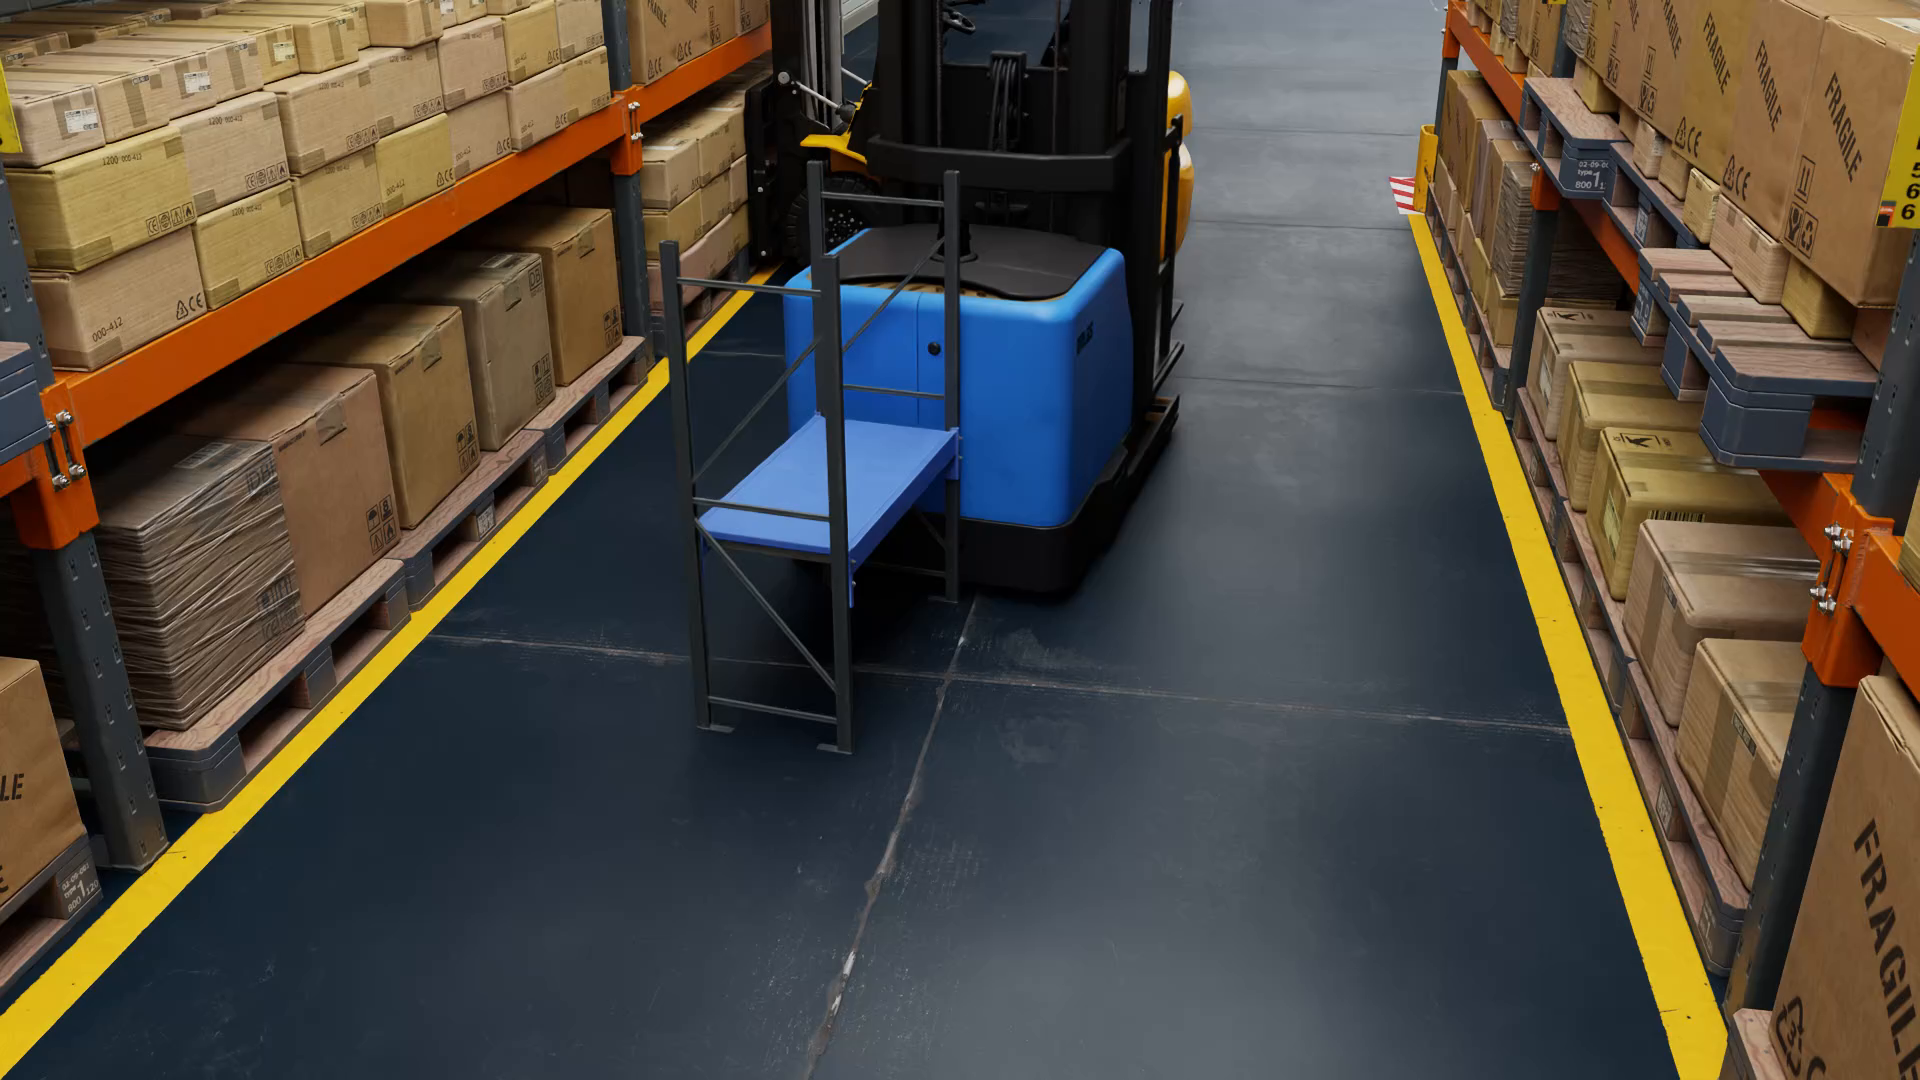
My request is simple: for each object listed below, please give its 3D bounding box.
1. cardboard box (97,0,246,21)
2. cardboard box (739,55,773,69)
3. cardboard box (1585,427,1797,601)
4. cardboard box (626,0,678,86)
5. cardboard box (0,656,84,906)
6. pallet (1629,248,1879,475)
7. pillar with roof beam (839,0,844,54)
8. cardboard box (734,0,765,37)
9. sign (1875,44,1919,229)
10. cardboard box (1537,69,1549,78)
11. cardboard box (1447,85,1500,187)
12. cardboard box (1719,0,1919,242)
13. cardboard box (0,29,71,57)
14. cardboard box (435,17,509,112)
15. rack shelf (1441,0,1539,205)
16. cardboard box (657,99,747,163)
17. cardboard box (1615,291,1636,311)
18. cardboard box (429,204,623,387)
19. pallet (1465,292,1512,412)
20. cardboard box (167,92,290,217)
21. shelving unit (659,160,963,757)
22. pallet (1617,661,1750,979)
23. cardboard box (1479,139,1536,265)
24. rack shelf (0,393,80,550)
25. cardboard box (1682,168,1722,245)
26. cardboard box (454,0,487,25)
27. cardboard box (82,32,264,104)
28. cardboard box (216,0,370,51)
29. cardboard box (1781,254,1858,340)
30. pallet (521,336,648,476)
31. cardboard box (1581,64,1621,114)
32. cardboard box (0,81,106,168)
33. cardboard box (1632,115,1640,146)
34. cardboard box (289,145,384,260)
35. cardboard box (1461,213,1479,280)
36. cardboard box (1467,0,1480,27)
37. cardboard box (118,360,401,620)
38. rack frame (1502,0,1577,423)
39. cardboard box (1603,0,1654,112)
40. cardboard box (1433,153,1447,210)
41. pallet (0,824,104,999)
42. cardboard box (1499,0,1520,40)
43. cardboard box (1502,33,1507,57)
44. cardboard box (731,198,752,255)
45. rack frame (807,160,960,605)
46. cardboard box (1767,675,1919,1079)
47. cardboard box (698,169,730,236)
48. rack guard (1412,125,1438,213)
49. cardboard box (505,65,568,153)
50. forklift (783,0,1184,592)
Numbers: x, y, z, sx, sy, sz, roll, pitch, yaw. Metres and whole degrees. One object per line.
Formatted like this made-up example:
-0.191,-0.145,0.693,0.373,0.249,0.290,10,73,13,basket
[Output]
-2.546,-1.672,5.401,0.380,0.149,0.250,5,25,10,cardboard box
-1.169,-2.855,10.380,0.500,0.250,0.500,4,25,9,cardboard box
2.611,-0.059,5.442,0.950,0.372,0.625,5,26,10,cardboard box
-1.647,-2.425,7.775,0.500,0.500,0.500,3,25,7,cardboard box
-2.488,0.594,3.896,0.500,0.500,0.500,5,26,10,cardboard box
2.278,-0.416,3.826,1.213,0.211,1.003,4,25,9,pallet
2.901,-8.585,13.976,9.100,9.000,0.400,4,25,9,pillar with roof beam
-1.394,-3.065,9.142,0.500,0.500,0.500,4,25,9,cardboard box
1.730,-0.719,2.976,0.100,0.325,0.005,4,25,9,sign
2.672,-1.912,7.093,0.380,0.149,0.250,4,25,8,cardboard box
3.085,-2.280,9.447,0.500,0.500,0.500,3,25,7,cardboard box
2.140,-0.994,3.871,0.500,0.500,0.500,4,25,8,cardboard box
-2.771,-1.357,4.729,0.380,0.149,0.250,4,25,7,cardboard box
-1.972,-1.719,5.971,0.500,0.250,0.500,5,25,10,cardboard box
3.247,-2.381,8.647,1.077,0.370,4.000,4,25,9,rack shelf
-1.425,-2.213,9.008,0.500,0.250,0.500,5,26,10,cardboard box
3.283,-1.043,7.688,0.500,0.250,0.500,3,25,6,cardboard box
-2.052,-1.108,7.385,0.875,0.625,0.625,5,26,11,cardboard box
2.995,-0.891,7.904,1.003,0.211,1.213,4,25,9,pallet
-2.235,-1.076,4.598,0.500,0.250,0.500,5,26,10,cardboard box
-0.398,-0.286,5.091,0.538,1.500,1.048,8,26,16,shelving unit
2.396,0.739,4.422,1.003,0.211,1.213,4,25,9,pallet
2.833,-1.634,8.065,0.500,0.500,0.500,4,25,9,cardboard box
-2.958,0.623,2.230,1.077,0.370,4.000,4,25,9,rack shelf
2.137,-0.873,4.379,0.380,0.149,0.250,4,25,9,cardboard box
-1.947,-1.961,6.018,0.380,0.149,0.250,3,25,7,cardboard box
-2.199,-1.323,4.654,0.380,0.149,0.250,4,25,9,cardboard box
-2.141,-1.648,5.348,0.380,0.149,0.250,4,25,9,cardboard box
2.060,-0.544,3.675,0.380,0.149,0.250,4,25,9,cardboard box
-2.059,-0.639,7.366,1.003,0.211,1.213,4,25,9,pallet
2.469,-1.633,6.002,0.380,0.149,0.250,5,25,10,cardboard box
-2.288,-0.992,3.947,0.380,0.149,0.250,5,26,10,cardboard box
2.372,-1.302,5.294,0.380,0.149,0.250,4,25,9,cardboard box
-2.153,-1.066,5.167,0.500,0.250,0.500,3,25,7,cardboard box
2.916,-1.517,8.700,0.500,0.250,0.500,4,25,9,cardboard box
3.077,-2.987,9.389,0.380,0.149,0.250,4,25,9,cardboard box
-2.417,-0.188,5.419,0.875,0.625,0.625,5,26,10,cardboard box
2.920,-1.870,6.707,1.000,3.000,0.127,4,25,9,rack frame
2.385,-1.649,5.270,0.500,0.500,0.500,4,25,8,cardboard box
3.169,-2.170,10.095,0.500,0.250,0.500,4,25,8,cardboard box
-2.790,1.033,3.794,1.003,0.211,1.213,4,25,9,pallet
2.905,-2.686,7.982,0.500,0.500,0.500,5,25,10,cardboard box
2.906,-2.442,8.225,0.380,0.149,0.250,4,25,8,cardboard box
-1.435,-1.766,9.233,0.500,0.250,0.500,4,25,9,cardboard box
-0.243,-0.491,5.530,0.500,1.500,0.032,8,26,16,rack frame
2.072,0.858,2.890,0.875,0.875,0.875,4,25,8,cardboard box
-1.513,-1.776,8.663,0.500,0.250,0.500,4,25,8,cardboard box
3.561,-2.379,10.743,1.175,0.500,0.348,4,25,9,rack guard
-1.878,-1.705,6.531,0.500,0.250,0.500,4,25,8,cardboard box
0.320,-1.751,6.533,1.130,2.935,3.031,8,26,16,forklift
